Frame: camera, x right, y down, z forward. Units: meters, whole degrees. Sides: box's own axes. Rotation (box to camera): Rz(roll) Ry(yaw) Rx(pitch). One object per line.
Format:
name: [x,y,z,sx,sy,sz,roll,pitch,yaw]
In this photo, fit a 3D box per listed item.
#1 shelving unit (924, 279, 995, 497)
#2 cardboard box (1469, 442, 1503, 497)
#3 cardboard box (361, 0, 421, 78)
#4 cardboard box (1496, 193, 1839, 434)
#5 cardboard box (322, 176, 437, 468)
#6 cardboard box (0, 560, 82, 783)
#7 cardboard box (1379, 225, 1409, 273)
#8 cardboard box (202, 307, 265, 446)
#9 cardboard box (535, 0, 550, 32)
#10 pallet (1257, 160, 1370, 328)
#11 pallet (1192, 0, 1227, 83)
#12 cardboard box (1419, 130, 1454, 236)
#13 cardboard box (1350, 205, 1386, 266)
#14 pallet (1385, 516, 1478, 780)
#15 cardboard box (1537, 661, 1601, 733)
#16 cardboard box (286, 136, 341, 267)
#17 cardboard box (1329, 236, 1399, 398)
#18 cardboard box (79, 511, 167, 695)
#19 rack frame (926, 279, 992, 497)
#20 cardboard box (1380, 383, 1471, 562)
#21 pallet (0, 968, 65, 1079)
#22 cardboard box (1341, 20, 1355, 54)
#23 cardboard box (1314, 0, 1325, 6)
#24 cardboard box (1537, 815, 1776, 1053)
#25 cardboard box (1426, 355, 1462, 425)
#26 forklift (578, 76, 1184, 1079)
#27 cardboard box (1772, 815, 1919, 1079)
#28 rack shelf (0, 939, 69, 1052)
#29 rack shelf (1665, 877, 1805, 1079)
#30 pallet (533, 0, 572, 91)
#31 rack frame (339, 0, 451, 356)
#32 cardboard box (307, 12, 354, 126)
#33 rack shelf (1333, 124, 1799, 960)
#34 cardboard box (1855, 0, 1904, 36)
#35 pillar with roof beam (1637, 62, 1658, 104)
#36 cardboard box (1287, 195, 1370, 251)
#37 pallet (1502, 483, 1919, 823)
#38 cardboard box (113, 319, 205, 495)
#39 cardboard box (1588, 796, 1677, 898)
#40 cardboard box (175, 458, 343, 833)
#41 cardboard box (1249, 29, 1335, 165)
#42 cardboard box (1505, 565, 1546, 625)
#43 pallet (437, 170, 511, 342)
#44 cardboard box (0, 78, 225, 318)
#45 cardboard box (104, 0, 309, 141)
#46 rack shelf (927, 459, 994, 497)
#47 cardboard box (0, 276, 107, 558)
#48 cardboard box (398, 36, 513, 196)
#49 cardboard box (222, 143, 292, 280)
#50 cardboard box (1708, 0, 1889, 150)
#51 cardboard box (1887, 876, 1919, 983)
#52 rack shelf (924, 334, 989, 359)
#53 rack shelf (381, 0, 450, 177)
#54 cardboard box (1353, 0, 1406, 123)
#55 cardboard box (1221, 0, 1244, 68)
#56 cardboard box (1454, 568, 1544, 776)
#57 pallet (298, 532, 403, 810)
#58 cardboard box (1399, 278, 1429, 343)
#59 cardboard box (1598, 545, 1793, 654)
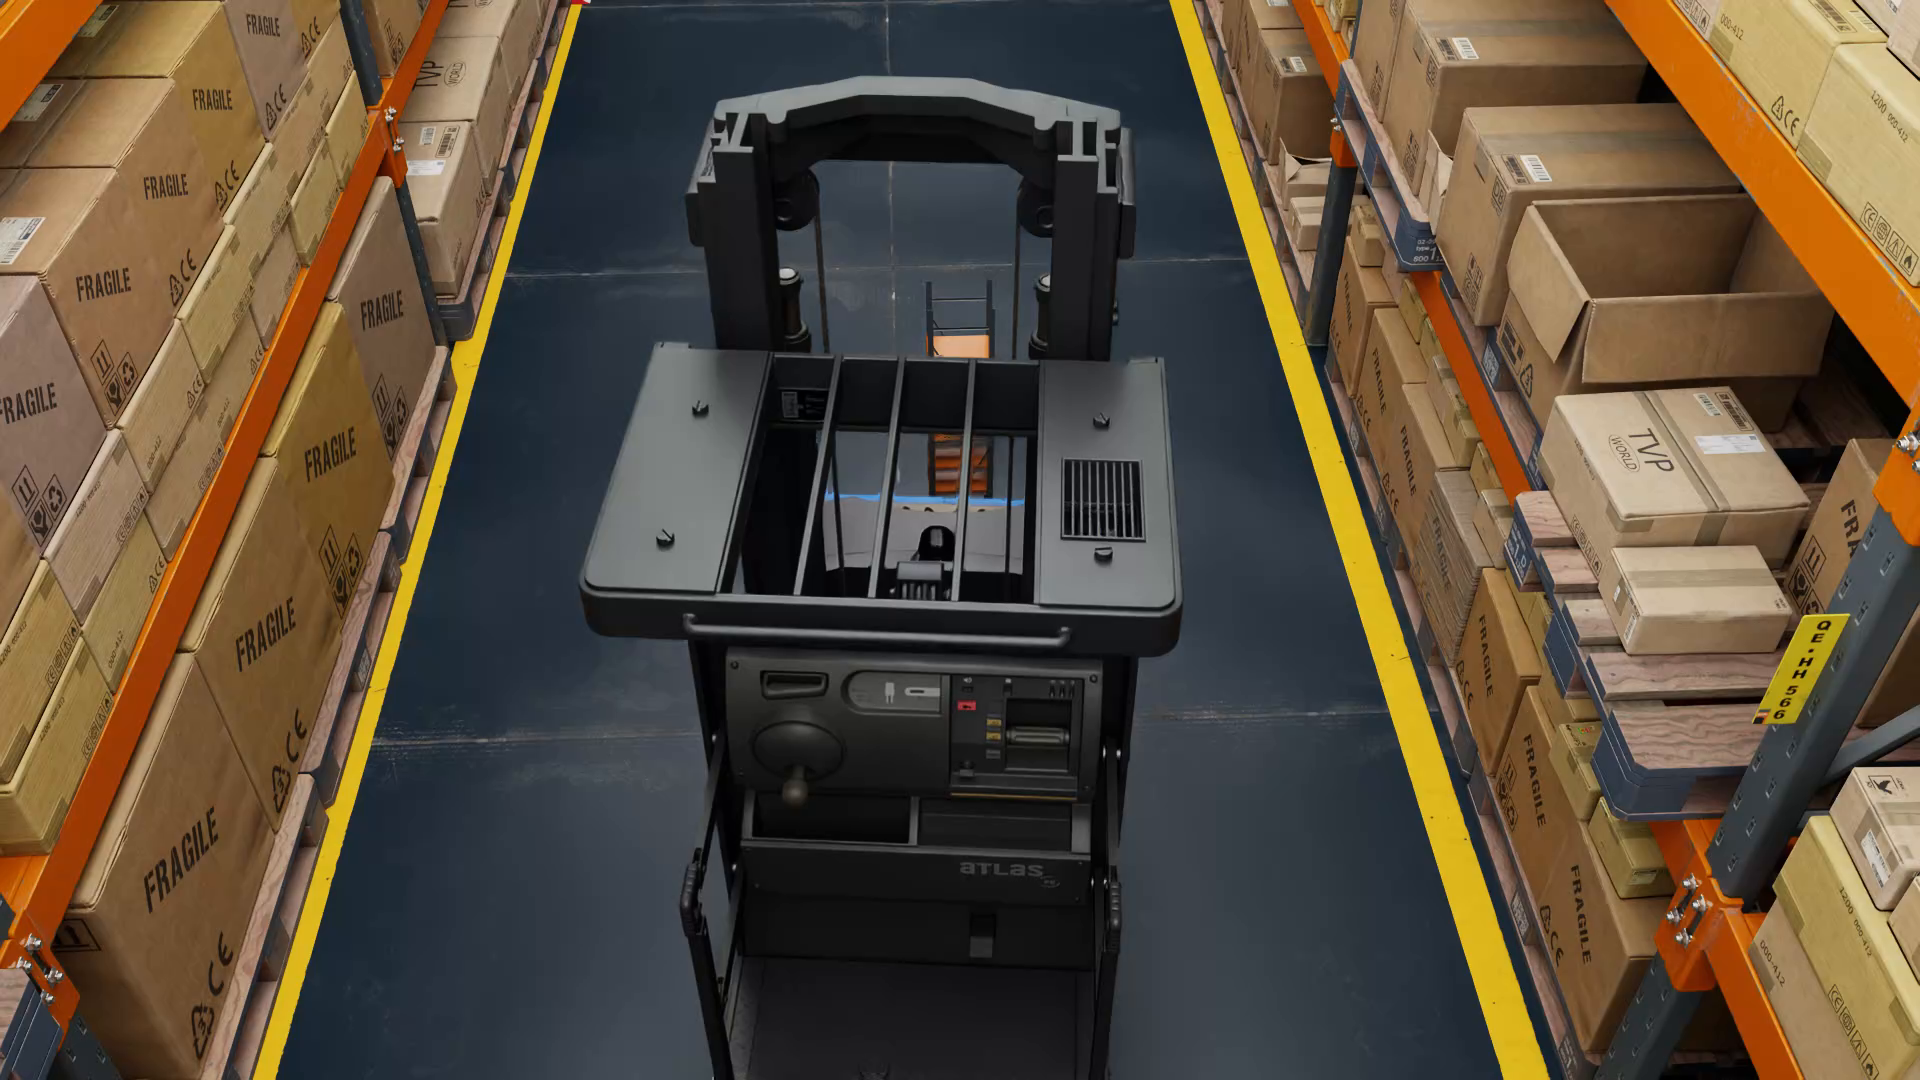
shelving unit: [0.001,-0.433,6.334,0.258,1.200,0.189,-2,43,-2]
cardboard box: [2.018,-0.216,5.825,0.380,0.149,0.250,-1,43,-2]
cardboard box: [-2.608,-2.271,6.933,0.500,0.500,0.500,0,43,0]
cardboard box: [2.025,-0.643,4.845,0.797,0.503,0.637,-3,43,-3]
cardboard box: [-2.743,-0.865,6.735,0.875,0.875,0.875,0,43,0]
cardboard box: [-2.454,0.313,3.930,0.500,0.250,0.500,-2,43,-2]
cardboard box: [1.918,-1.213,6.692,0.380,0.149,0.250,-4,43,-4]
cardboard box: [-2.529,-0.525,5.214,0.500,0.250,0.500,-2,43,-2]
cardboard box: [-2.891,-3.377,9.800,0.875,0.438,0.875,-3,43,-3]
pallet: [2.081,-1.490,8.219,1.003,0.211,1.213,-2,43,-2]
pallet: [1.978,-3.137,10.017,1.003,0.211,1.213,-2,43,-2]
cardboard box: [1.785,-1.211,5.640,0.396,0.266,0.258,0,43,0]
cardboard box: [1.859,-1.277,6.982,0.380,0.149,0.250,0,43,0]
pallet: [2.237,0.347,6.215,1.003,0.211,1.213,-2,43,-2]
cardboard box: [1.996,0.485,5.060,0.380,0.149,0.250,-3,43,-3]
cardboard box: [-2.558,-1.215,5.966,0.500,0.250,0.500,-2,43,-2]
cardboard box: [1.905,-0.955,7.111,0.500,0.500,0.500,0,43,0]
cardboard box: [-2.488,0.163,4.464,0.500,0.250,0.500,-3,43,-3]
rack frame: [-0.003,-0.494,6.401,0.240,1.200,0.006,-2,43,-2]
cardboard box: [1.955,-0.258,6.351,0.500,0.500,0.500,-3,43,-3]
pallet: [-2.543,1.340,3.210,1.213,0.211,1.003,-2,43,-2]
cardboard box: [1.844,-2.170,7.083,0.380,0.149,0.250,-1,43,-1]
cardboard box: [1.776,-2.520,7.465,0.380,0.149,0.250,-1,43,-1]
cardboard box: [2.047,1.133,4.833,0.500,0.500,0.500,-1,43,-1]
cardboard box: [1.969,-0.565,6.205,0.380,0.149,0.250,-2,43,-2]
forklift: [-0.124,0.561,3.969,1.130,2.935,3.031,2,43,2]
cardboard box: [2.029,0.824,3.372,0.500,0.250,0.500,-2,43,-2]
rack shelf: [-2.595,2.406,2.437,1.077,0.370,4.000,-2,43,-2]
rack shelf: [2.364,2.261,2.595,1.077,0.370,4.000,-2,43,-2]
pallet: [-2.907,-3.044,9.915,1.003,0.211,1.213,-2,43,-2]
rack frame: [-2.849,-1.909,6.613,1.000,3.000,0.127,-2,43,-2]
cardboard box: [-2.588,-1.748,6.178,0.500,0.250,0.500,-2,43,-2]
rack shelf: [2.195,-0.439,5.541,1.077,0.370,4.000,-2,43,-2]
cardboard box: [2.047,-1.137,3.367,0.380,0.149,0.250,-1,43,-1]
pillar with roof beam: [-1.321,-4.638,5.150,9.100,9.000,0.400,-2,43,-2]
cardboard box: [1.793,-1.526,7.994,0.380,0.149,0.250,-3,43,-3]
pallet: [2.181,0.261,4.387,1.213,0.211,1.003,-2,43,-2]
cardboard box: [-2.484,-0.373,4.678,0.500,0.250,0.500,-2,43,-2]
cardboard box: [2.005,0.847,4.665,0.380,0.149,0.250,-4,43,-4]
cardboard box: [-2.660,0.349,5.411,0.875,0.875,0.875,-1,43,-1]
cardboard box: [1.913,-2.293,8.571,0.700,0.500,0.500,-3,43,-3]
cardboard box: [2.019,0.137,5.440,0.380,0.149,0.250,-2,43,-2]
pallet: [-2.804,-1.397,8.118,1.003,0.211,1.213,-2,43,-2]
cardboard box: [-2.511,-0.979,4.785,0.500,0.500,0.500,-1,43,-1]
cardboard box: [-2.550,-1.671,5.539,0.500,0.500,0.500,-1,43,-1]
rack shelf: [0.001,-0.223,6.526,0.258,0.103,0.180,-2,43,-2]
cardboard box: [-2.487,-0.289,4.031,0.500,0.500,0.500,-1,43,-2]
cardboard box: [-2.808,-2.151,8.462,0.875,0.438,0.875,-3,43,-3]
cardboard box: [-2.531,-1.061,5.429,0.500,0.250,0.500,-1,43,-1]
cardboard box: [1.993,-1.083,3.603,0.500,0.250,0.500,-2,43,-2]
cardboard box: [2.011,0.774,3.132,0.380,0.149,0.250,-1,43,-1]
rack shelf: [0.001,-0.665,6.121,0.258,0.103,0.180,-2,43,-2]
rack shelf: [-2.934,-2.994,8.329,1.077,0.370,4.000,-2,43,-2]
cardboard box: [1.907,-1.913,6.232,0.700,0.500,0.500,-1,43,-1]
cardboard box: [1.868,-2.994,9.336,0.700,0.500,0.500,0,43,0]
cardboard box: [2.011,0.442,5.587,0.500,0.500,0.500,0,43,0]
pallet: [-2.687,0.463,6.089,1.003,0.211,1.213,-2,43,-2]
cardboard box: [1.970,-0.919,6.592,0.380,0.149,0.250,-4,43,-4]
cardboard box: [1.868,0.151,4.240,0.380,0.149,0.250,-1,43,-1]
